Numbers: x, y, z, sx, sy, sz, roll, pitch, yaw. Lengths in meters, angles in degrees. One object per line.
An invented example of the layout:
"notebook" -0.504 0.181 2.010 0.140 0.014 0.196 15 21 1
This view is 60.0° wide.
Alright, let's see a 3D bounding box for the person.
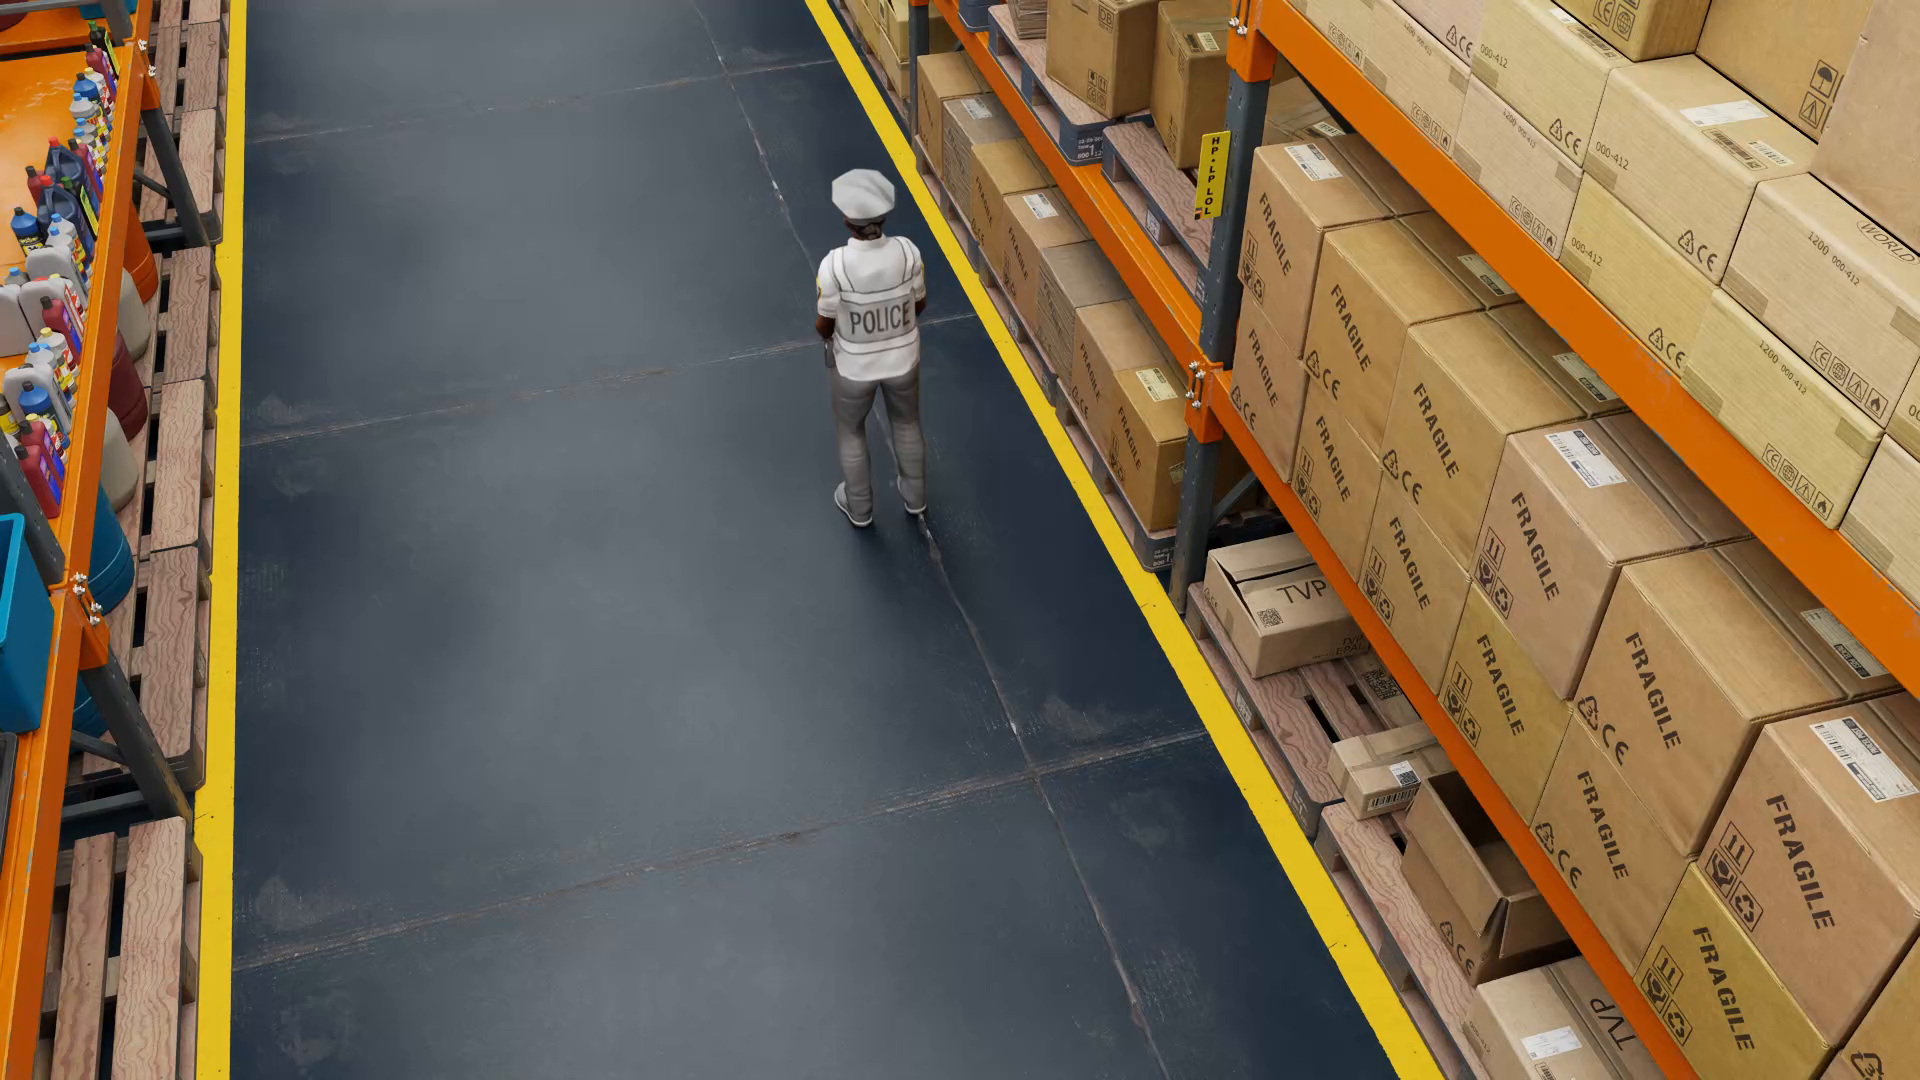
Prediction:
"person" -0.373 -0.782 6.999 0.479 1.680 0.429 -13 44 -13
